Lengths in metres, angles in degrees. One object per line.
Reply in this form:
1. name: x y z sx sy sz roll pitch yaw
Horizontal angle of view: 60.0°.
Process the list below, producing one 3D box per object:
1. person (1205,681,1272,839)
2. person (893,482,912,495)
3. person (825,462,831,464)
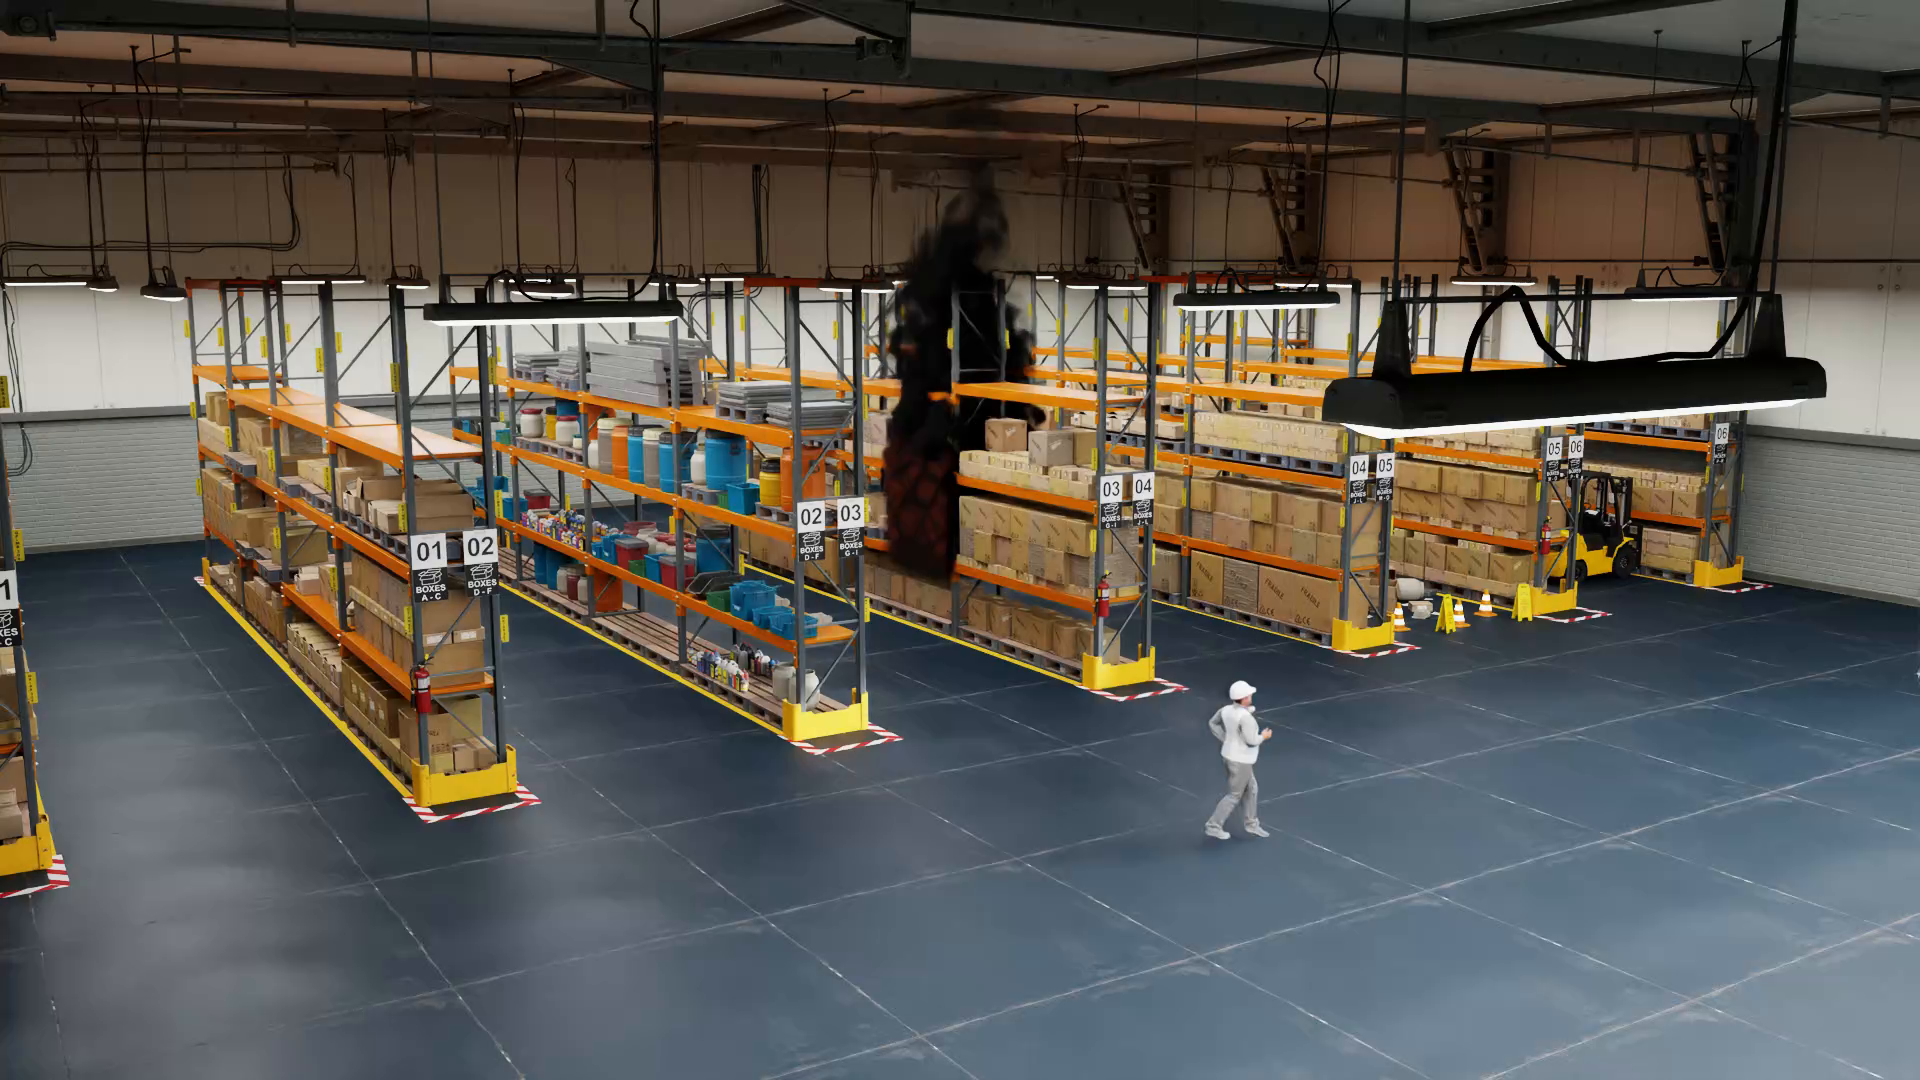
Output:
1. person: 3.052 2.424 18.173 0.801 1.806 0.654 -2 10 -13
2. person: -1.445 -1.487 41.998 0.817 1.619 0.669 3 10 16
3. person: -3.432 -1.297 40.568 0.777 1.732 0.644 5 11 28
